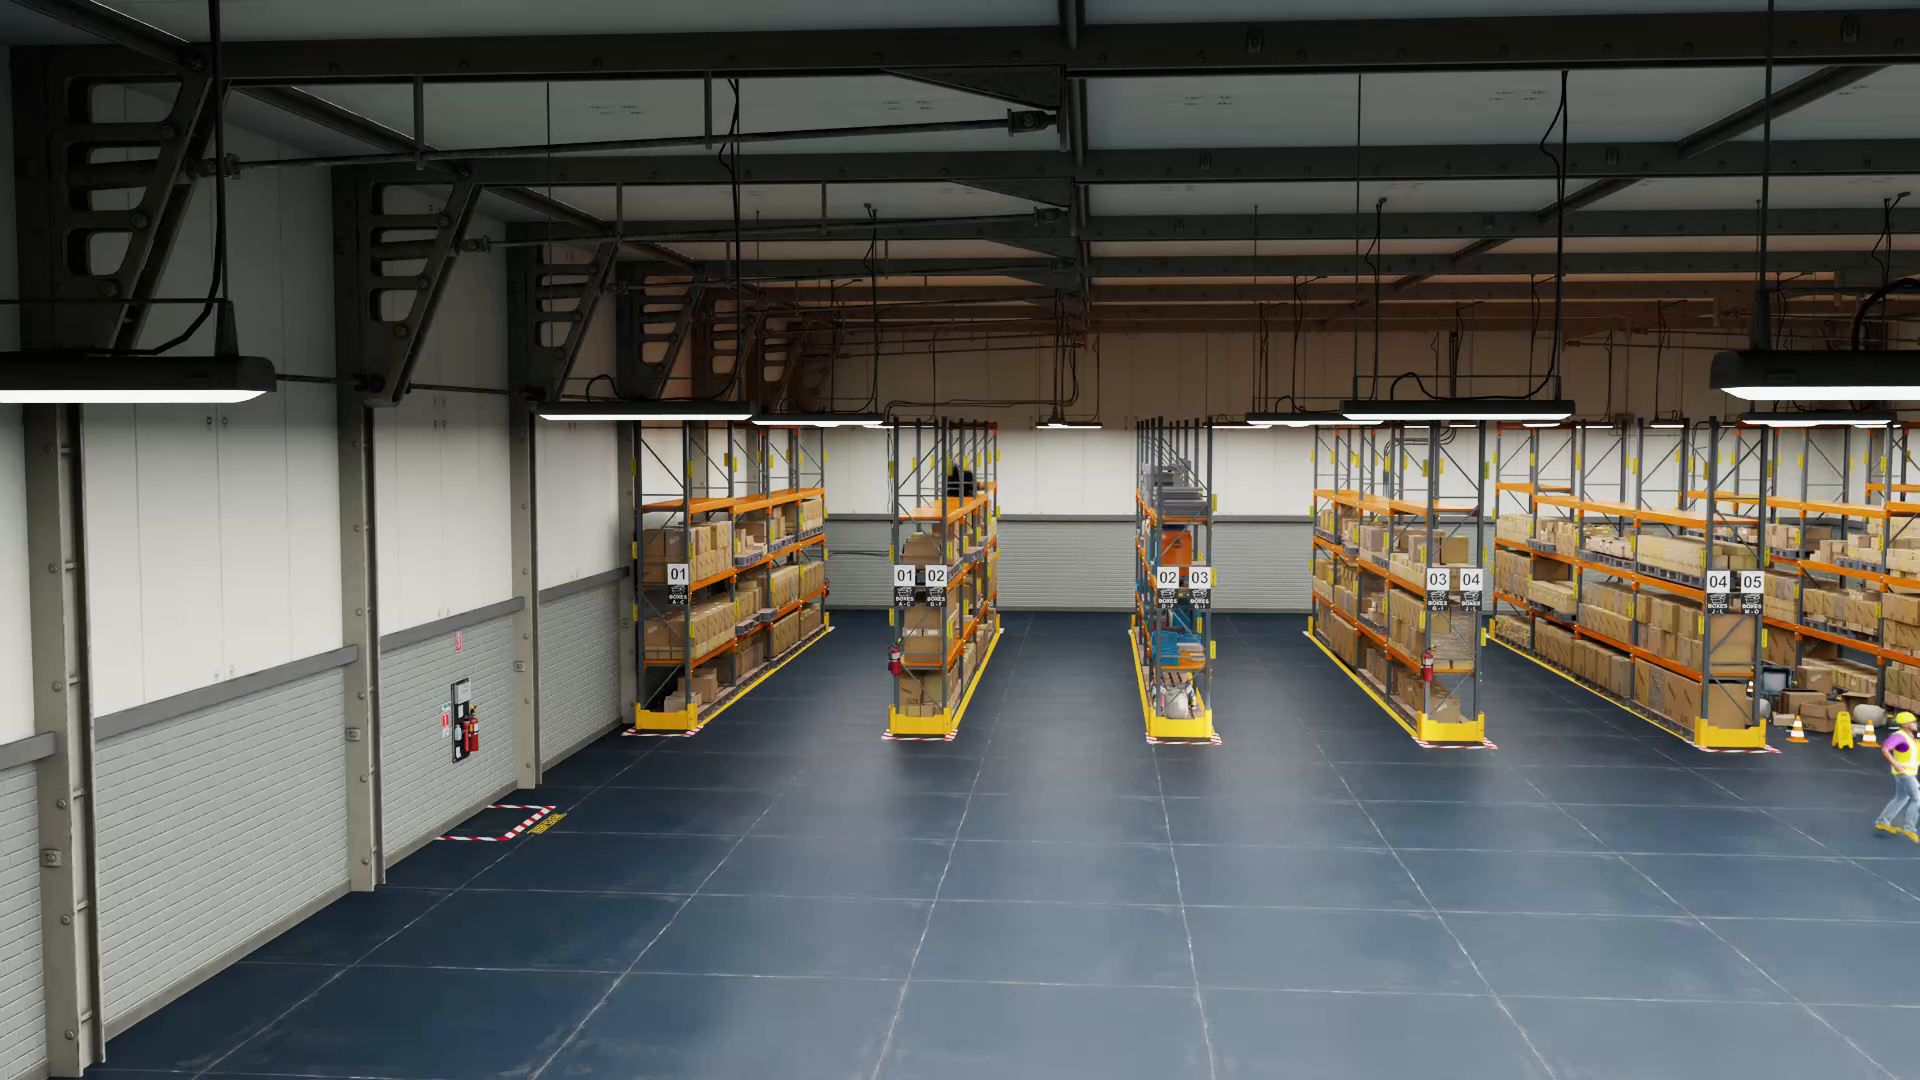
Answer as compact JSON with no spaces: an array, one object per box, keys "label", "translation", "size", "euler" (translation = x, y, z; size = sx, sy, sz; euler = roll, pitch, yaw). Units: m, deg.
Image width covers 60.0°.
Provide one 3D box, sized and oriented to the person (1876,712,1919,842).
[{"label":"person","translation":[13.273,3.329,23.377],"size":[0.670,1.836,0.695],"euler":[3,5,37]}]
